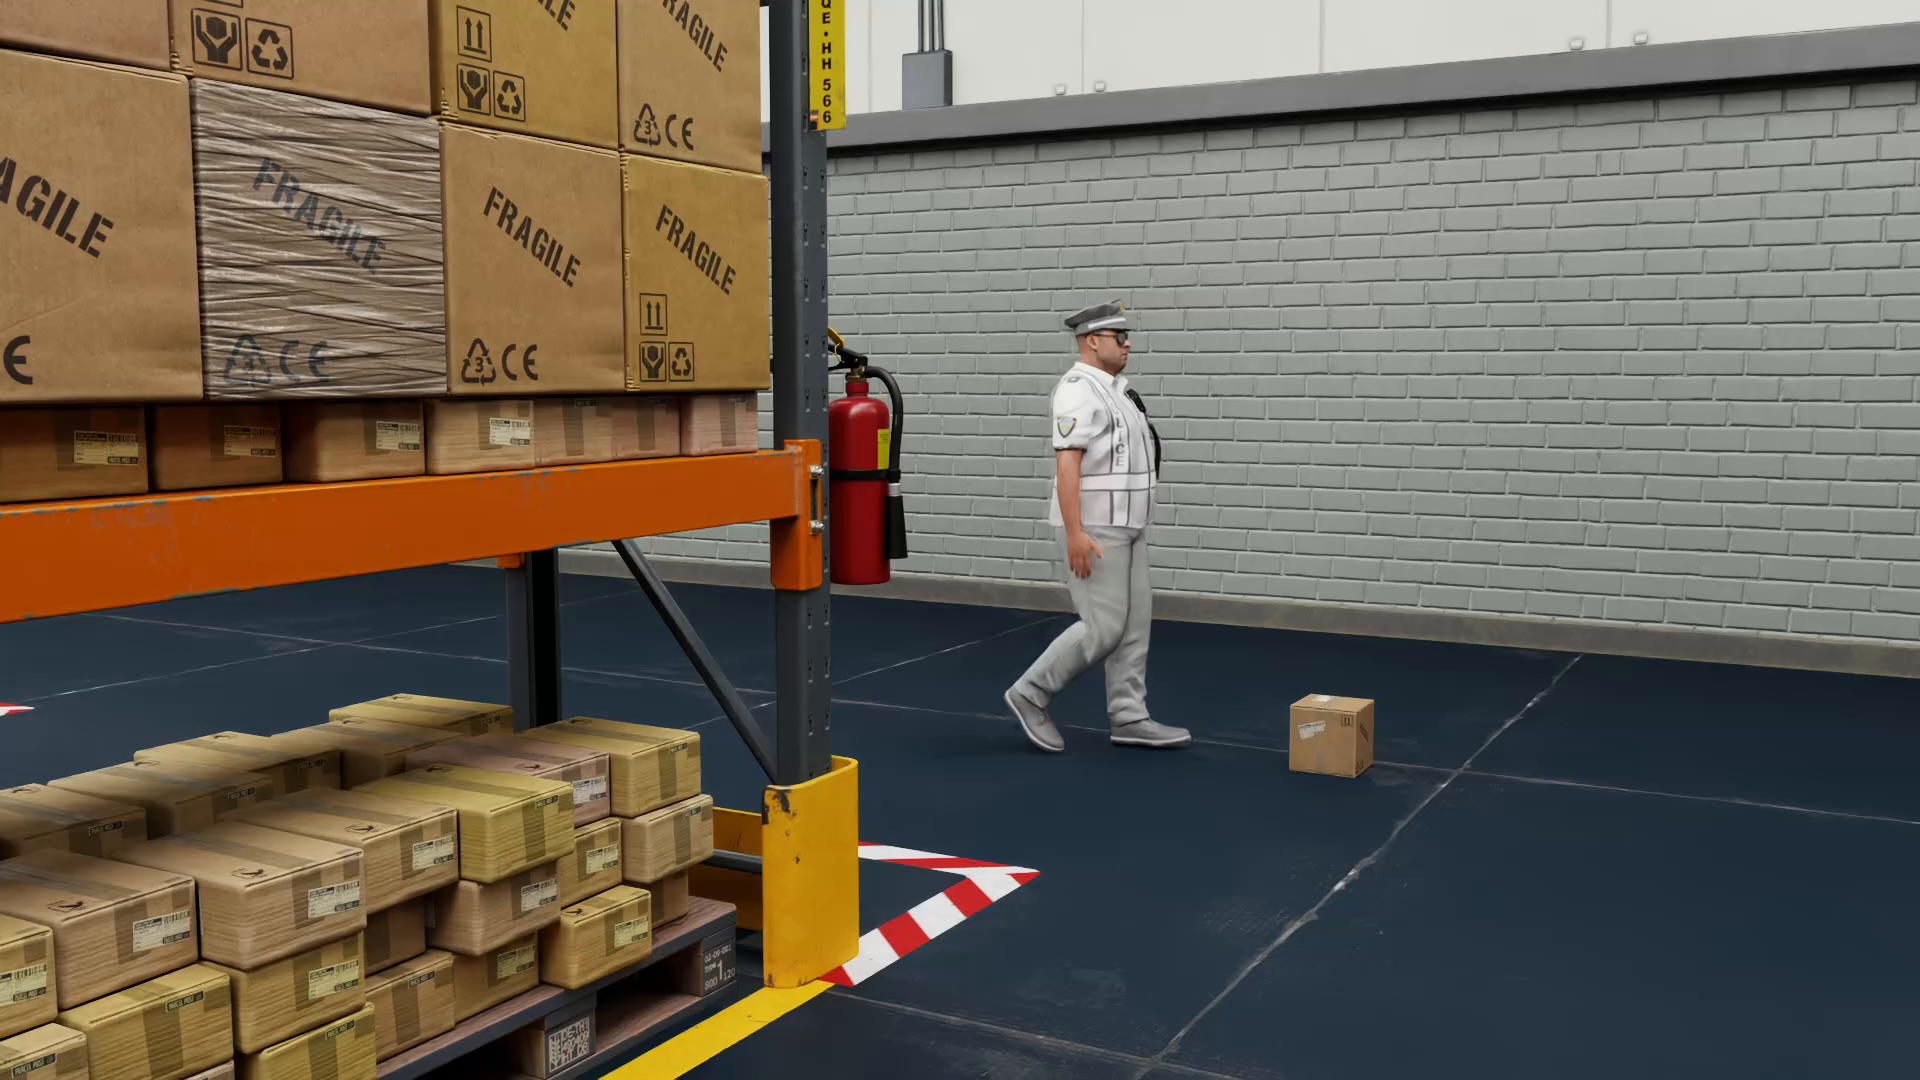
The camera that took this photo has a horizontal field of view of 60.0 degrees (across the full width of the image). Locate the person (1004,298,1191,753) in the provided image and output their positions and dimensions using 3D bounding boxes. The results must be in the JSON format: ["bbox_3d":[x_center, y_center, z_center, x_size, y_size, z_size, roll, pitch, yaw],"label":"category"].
[{"bbox_3d":[0.550,-0.058,6.513,0.695,1.763,0.569,3,7,26],"label":"person"}]
